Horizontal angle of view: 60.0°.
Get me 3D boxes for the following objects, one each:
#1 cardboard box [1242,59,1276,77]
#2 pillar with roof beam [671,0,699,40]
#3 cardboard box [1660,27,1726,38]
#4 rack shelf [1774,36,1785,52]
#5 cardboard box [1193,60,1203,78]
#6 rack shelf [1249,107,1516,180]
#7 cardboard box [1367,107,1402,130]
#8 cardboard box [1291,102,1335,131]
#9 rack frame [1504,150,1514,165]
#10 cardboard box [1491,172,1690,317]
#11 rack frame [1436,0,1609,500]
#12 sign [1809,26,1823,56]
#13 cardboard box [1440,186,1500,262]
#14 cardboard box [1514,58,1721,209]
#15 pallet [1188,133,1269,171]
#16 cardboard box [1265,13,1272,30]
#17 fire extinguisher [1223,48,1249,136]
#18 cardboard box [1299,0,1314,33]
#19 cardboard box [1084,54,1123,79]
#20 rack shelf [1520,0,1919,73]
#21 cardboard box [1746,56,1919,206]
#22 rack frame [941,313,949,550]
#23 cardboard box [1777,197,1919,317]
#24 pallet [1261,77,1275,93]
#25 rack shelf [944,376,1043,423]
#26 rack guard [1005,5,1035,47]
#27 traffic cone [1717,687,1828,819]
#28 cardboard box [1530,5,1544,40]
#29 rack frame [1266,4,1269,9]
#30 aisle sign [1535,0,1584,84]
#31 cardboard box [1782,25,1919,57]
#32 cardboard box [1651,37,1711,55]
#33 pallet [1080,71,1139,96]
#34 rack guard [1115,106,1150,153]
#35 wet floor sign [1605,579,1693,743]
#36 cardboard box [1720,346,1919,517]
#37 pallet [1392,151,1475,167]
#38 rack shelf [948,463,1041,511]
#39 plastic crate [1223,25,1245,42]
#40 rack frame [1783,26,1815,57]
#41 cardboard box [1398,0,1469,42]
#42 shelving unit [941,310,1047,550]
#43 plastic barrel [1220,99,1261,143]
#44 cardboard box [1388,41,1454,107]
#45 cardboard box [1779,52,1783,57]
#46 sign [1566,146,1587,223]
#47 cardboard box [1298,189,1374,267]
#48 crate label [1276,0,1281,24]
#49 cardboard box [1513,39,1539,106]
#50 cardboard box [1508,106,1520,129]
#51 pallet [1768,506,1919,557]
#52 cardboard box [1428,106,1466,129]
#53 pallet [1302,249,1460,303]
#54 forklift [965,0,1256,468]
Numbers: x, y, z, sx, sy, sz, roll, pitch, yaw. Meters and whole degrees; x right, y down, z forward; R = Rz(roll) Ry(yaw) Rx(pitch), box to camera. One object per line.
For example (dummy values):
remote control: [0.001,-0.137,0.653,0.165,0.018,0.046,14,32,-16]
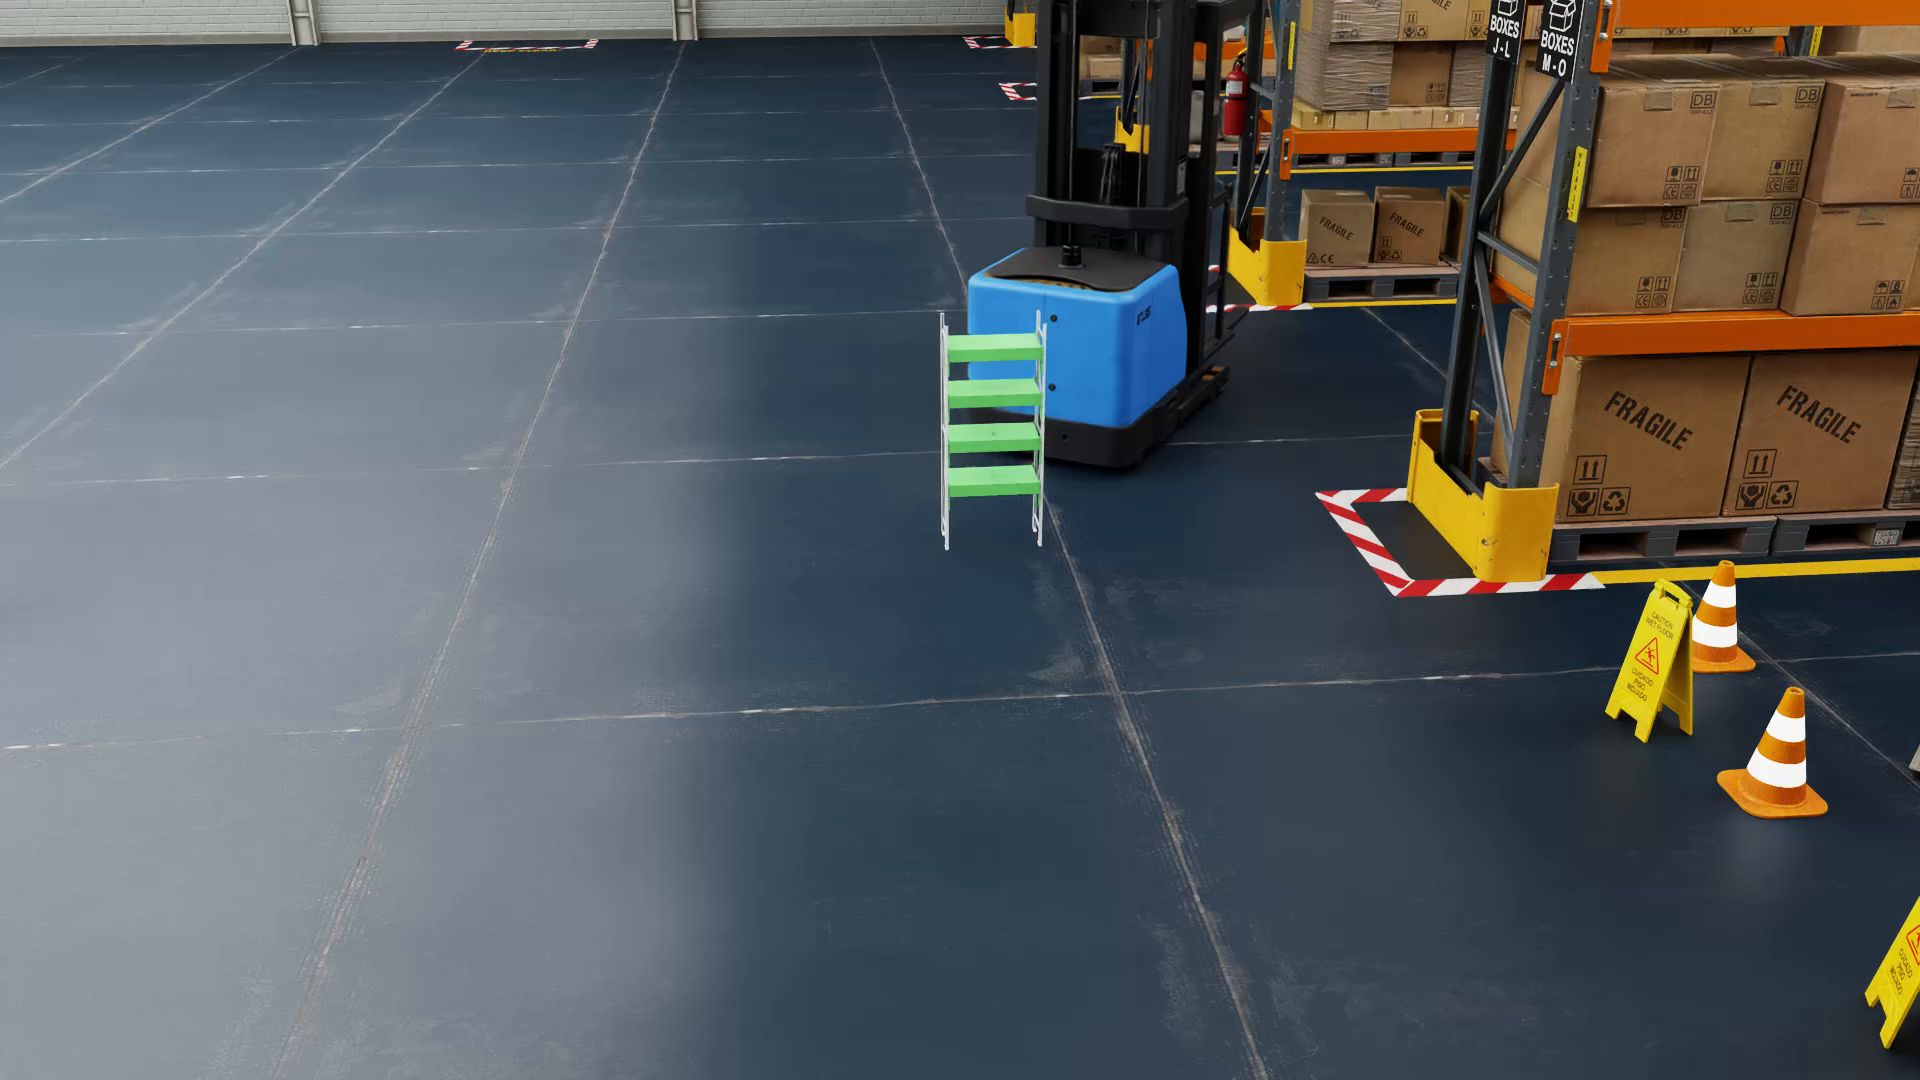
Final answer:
cardboard box: [3.924,-6.357,22.228,0.500,0.250,0.500,-2,24,-5]
pillar with roof beam: [-4.049,-10.552,21.412,0.400,9.000,9.100,-2,24,-5]
cardboard box: [5.410,-4.055,12.460,0.500,0.500,0.500,-2,24,-5]
rack shelf: [7.832,-5.319,17.911,4.000,0.370,1.077,-2,24,-5]
cardboard box: [2.928,-6.319,22.142,0.500,0.250,0.500,-2,24,-5]
rack shelf: [4.338,-3.158,13.047,4.000,0.370,1.077,-2,24,-5]
cardboard box: [3.156,-3.213,12.595,0.250,0.149,0.380,-2,24,-5]
cardboard box: [2.655,-3.207,12.581,0.250,0.149,0.380,-2,24,-5]
rack frame: [5.842,-5.568,17.585,0.127,3.000,1.000,-2,24,-5]
cardboard box: [3.100,-1.500,8.246,0.550,0.550,0.875,-2,24,-5]
rack frame: [2.735,-1.398,8.202,0.127,3.000,1.000,-2,24,-5]
sign: [6.389,-3.743,12.412,0.005,0.325,0.100,-2,24,-5]
cardboard box: [4.187,-2.530,13.309,0.500,0.500,0.500,0,24,0]
cardboard box: [3.108,-1.959,7.950,0.550,0.550,0.875,-2,24,-5]
pallet: [2.741,-4.187,17.910,1.213,0.211,1.003,-2,24,-5]
cardboard box: [3.923,-6.705,22.087,0.500,0.500,0.500,-2,24,-5]
fire extinguisher: [2.189,-3.553,13.146,0.183,0.674,0.296,-2,24,-5]
cardboard box: [2.871,-4.167,12.712,0.500,0.500,0.500,-2,24,-5]
cardboard box: [1.933,-6.278,22.049,0.500,0.250,0.500,-2,24,-5]
rack shelf: [4.725,-2.520,7.918,4.000,0.370,1.077,-2,24,-5]
cardboard box: [4.217,-1.986,8.010,0.550,0.550,0.875,-2,24,-5]
rack frame: [-0.078,-0.545,8.499,0.015,1.200,0.240,-2,24,-5]
cardboard box: [4.214,-1.502,8.251,0.550,0.550,0.875,-2,24,-5]
pallet: [4.563,-6.282,22.623,1.213,0.211,1.003,-2,24,-5]
rack shelf: [0.165,-0.716,8.450,0.480,0.148,0.258,-2,24,-5]
rack guard: [0.963,-8.274,26.749,0.348,0.500,1.175,-2,24,-5]
traffic cone: [3.176,0.784,6.415,0.334,0.463,0.336,-2,24,-5]
cardboard box: [4.415,-4.017,12.374,0.500,0.500,0.500,-2,24,-5]
rack frame: [4.868,-9.573,26.594,0.127,3.000,1.000,-2,24,-5]
aisle sign: [2.694,-2.462,7.395,0.004,0.787,0.394,-2,24,-5]
cardboard box: [7.133,-4.008,12.818,1.000,1.000,1.000,-2,24,-5]
cardboard box: [5.374,-3.749,13.003,0.500,0.500,0.875,-2,24,-5]
pallet: [2.135,-6.184,22.403,1.213,0.211,1.003,-2,24,-5]
rack guard: [1.932,-4.288,17.783,0.348,0.500,1.175,-2,24,-5]
wet floor sign: [2.901,0.479,6.877,0.232,0.644,0.267,-6,25,-14]
cardboard box: [4.279,-0.709,8.750,0.875,0.875,0.875,-3,24,-6]
pallet: [5.169,-4.284,18.129,1.213,0.211,1.003,-2,24,-5]
rack shelf: [0.165,-0.277,8.645,0.480,0.148,0.258,-2,24,-5]
plastic crate: [2.783,-5.194,17.067,0.250,0.136,0.298,-2,24,-5]
rack frame: [6.329,-3.566,13.081,0.127,3.000,1.000,-2,24,-5]
cardboard box: [3.420,-3.974,12.278,0.500,0.500,0.500,-2,24,-5]
shelving unit: [0.165,-0.555,8.521,0.503,1.200,0.258,-2,24,-5]
plastic barrel: [3.007,-4.541,17.819,0.421,0.512,0.421,0,24,0]
cardboard box: [3.384,-3.668,12.819,0.500,0.500,0.875,-2,24,-5]
cardboard box: [11.359,-6.756,22.792,0.500,0.500,0.500,-3,24,-7]
sign: [2.783,-1.605,7.505,0.005,0.325,0.100,-2,24,-5]
cardboard box: [2.971,-2.475,13.185,0.500,0.500,0.500,2,24,5]
crate label: [3.666,-5.608,17.630,0.616,0.435,0.502,-2,24,-5]
cardboard box: [4.384,-3.685,12.859,0.500,0.500,0.875,-2,24,-5]
cardboard box: [4.157,-3.228,12.628,0.250,0.149,0.380,-2,24,-5]
pallet: [4.734,-0.235,9.018,1.213,0.211,1.003,-2,24,-5]
cardboard box: [3.652,-3.239,12.652,0.250,0.149,0.380,-2,24,-5]
pallet: [3.235,-2.154,13.335,1.213,0.211,1.003,-2,24,-5]
forklift: [1.125,-2.316,10.353,1.130,2.935,3.031,11,26,23]
